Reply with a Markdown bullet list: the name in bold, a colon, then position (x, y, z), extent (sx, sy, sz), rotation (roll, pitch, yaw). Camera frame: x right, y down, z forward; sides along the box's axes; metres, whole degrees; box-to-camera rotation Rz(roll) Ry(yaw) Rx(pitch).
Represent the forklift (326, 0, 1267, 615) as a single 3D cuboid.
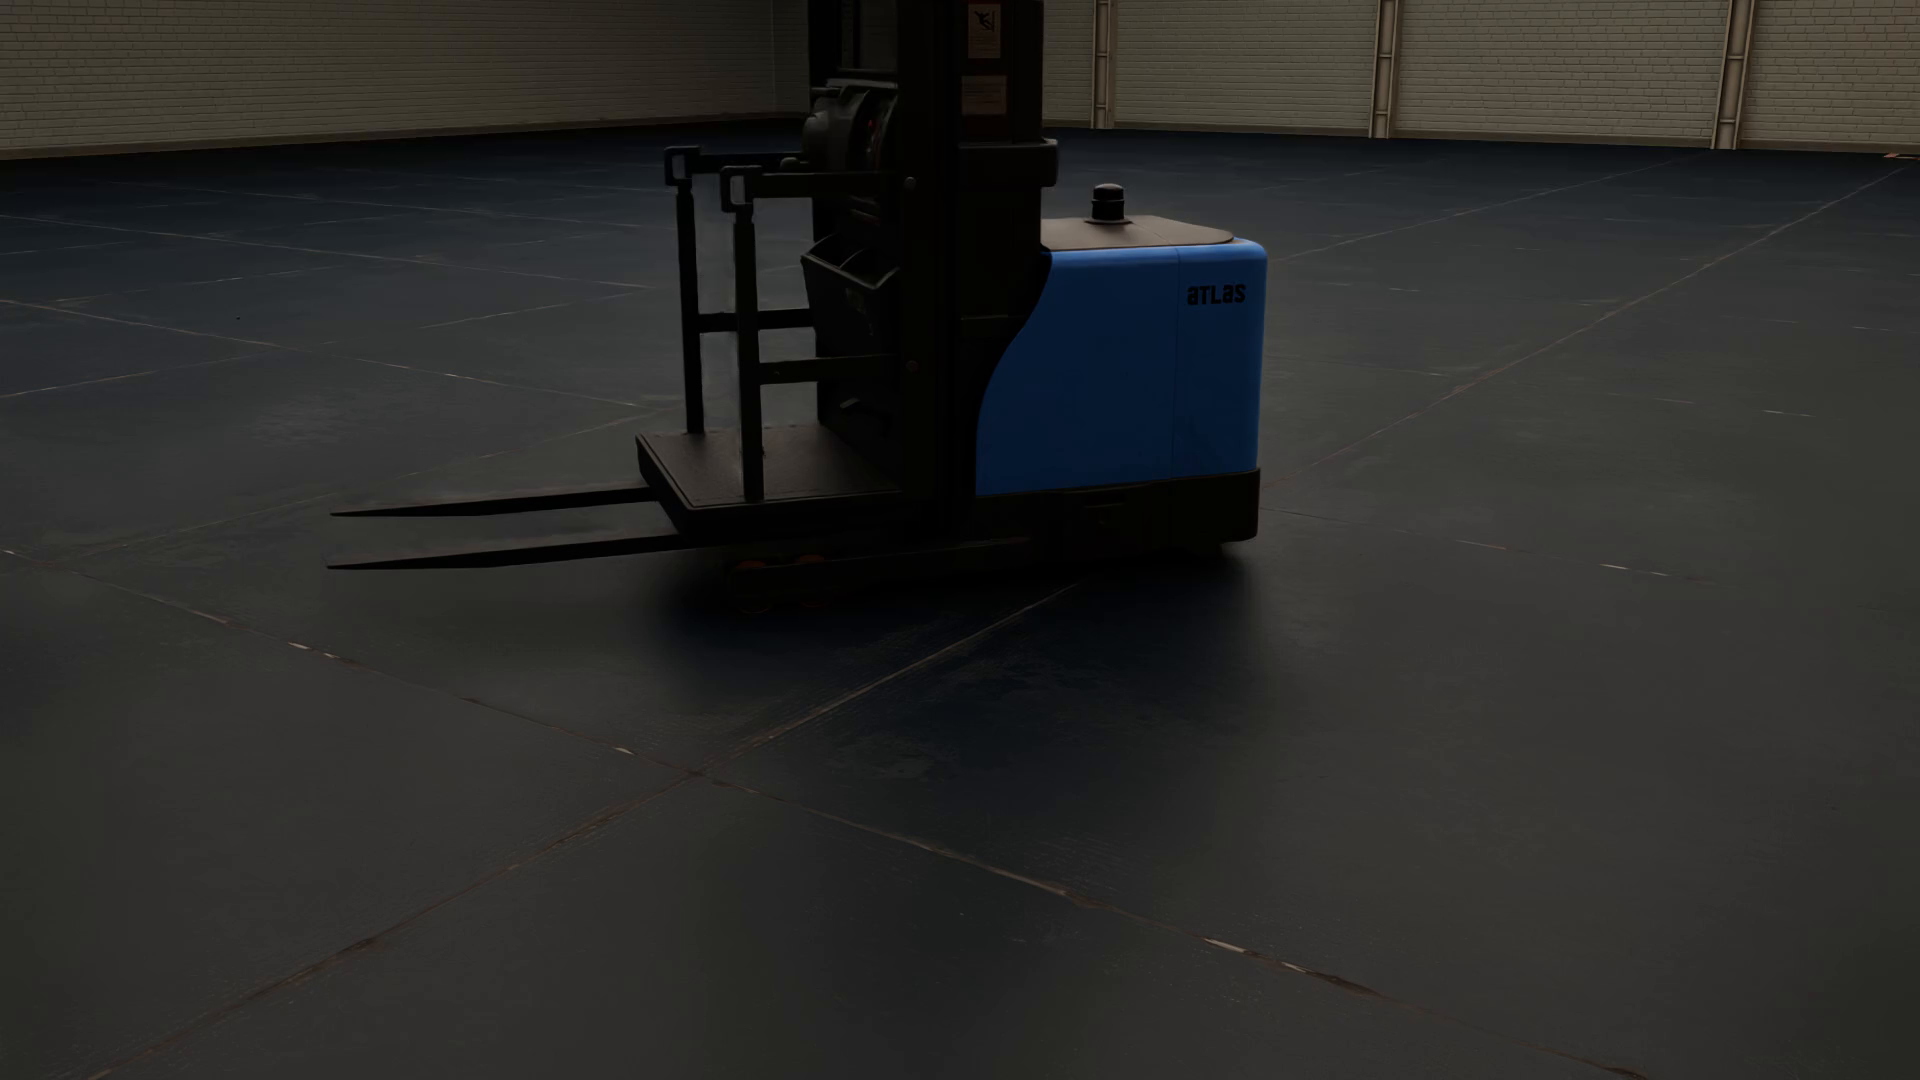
- **forklift**: position (-0.544, -1.342, 5.321), extent (3.031, 2.935, 1.130), rotation (-6, 18, -18)
